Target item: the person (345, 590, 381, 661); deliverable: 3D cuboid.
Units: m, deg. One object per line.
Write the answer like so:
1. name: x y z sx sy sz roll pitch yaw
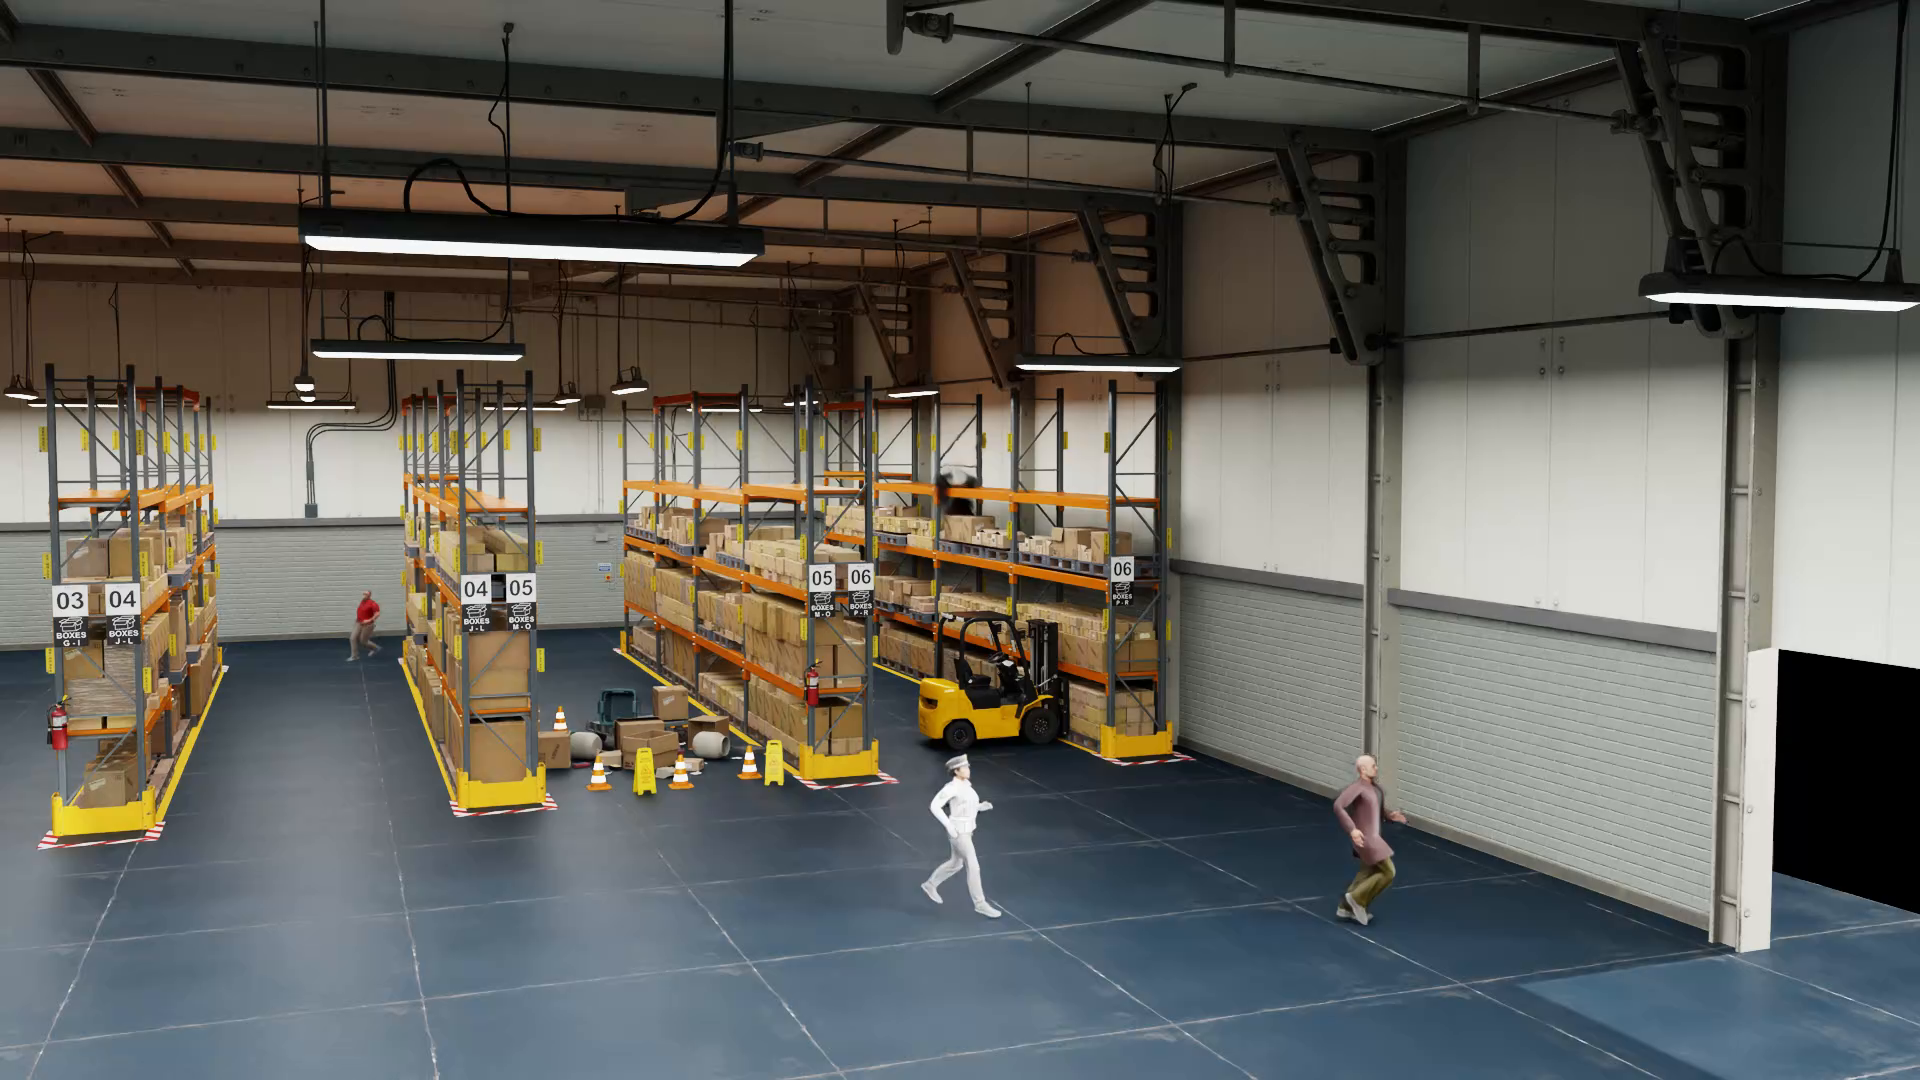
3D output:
1. person: -13.621 1.960 38.232 0.779 1.664 0.746 2 4 33

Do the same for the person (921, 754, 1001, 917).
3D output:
1. person: 0.002 3.107 17.620 0.935 1.677 0.607 1 4 19

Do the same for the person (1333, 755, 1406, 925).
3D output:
1. person: 4.256 3.109 17.225 0.712 1.747 0.685 2 4 27
